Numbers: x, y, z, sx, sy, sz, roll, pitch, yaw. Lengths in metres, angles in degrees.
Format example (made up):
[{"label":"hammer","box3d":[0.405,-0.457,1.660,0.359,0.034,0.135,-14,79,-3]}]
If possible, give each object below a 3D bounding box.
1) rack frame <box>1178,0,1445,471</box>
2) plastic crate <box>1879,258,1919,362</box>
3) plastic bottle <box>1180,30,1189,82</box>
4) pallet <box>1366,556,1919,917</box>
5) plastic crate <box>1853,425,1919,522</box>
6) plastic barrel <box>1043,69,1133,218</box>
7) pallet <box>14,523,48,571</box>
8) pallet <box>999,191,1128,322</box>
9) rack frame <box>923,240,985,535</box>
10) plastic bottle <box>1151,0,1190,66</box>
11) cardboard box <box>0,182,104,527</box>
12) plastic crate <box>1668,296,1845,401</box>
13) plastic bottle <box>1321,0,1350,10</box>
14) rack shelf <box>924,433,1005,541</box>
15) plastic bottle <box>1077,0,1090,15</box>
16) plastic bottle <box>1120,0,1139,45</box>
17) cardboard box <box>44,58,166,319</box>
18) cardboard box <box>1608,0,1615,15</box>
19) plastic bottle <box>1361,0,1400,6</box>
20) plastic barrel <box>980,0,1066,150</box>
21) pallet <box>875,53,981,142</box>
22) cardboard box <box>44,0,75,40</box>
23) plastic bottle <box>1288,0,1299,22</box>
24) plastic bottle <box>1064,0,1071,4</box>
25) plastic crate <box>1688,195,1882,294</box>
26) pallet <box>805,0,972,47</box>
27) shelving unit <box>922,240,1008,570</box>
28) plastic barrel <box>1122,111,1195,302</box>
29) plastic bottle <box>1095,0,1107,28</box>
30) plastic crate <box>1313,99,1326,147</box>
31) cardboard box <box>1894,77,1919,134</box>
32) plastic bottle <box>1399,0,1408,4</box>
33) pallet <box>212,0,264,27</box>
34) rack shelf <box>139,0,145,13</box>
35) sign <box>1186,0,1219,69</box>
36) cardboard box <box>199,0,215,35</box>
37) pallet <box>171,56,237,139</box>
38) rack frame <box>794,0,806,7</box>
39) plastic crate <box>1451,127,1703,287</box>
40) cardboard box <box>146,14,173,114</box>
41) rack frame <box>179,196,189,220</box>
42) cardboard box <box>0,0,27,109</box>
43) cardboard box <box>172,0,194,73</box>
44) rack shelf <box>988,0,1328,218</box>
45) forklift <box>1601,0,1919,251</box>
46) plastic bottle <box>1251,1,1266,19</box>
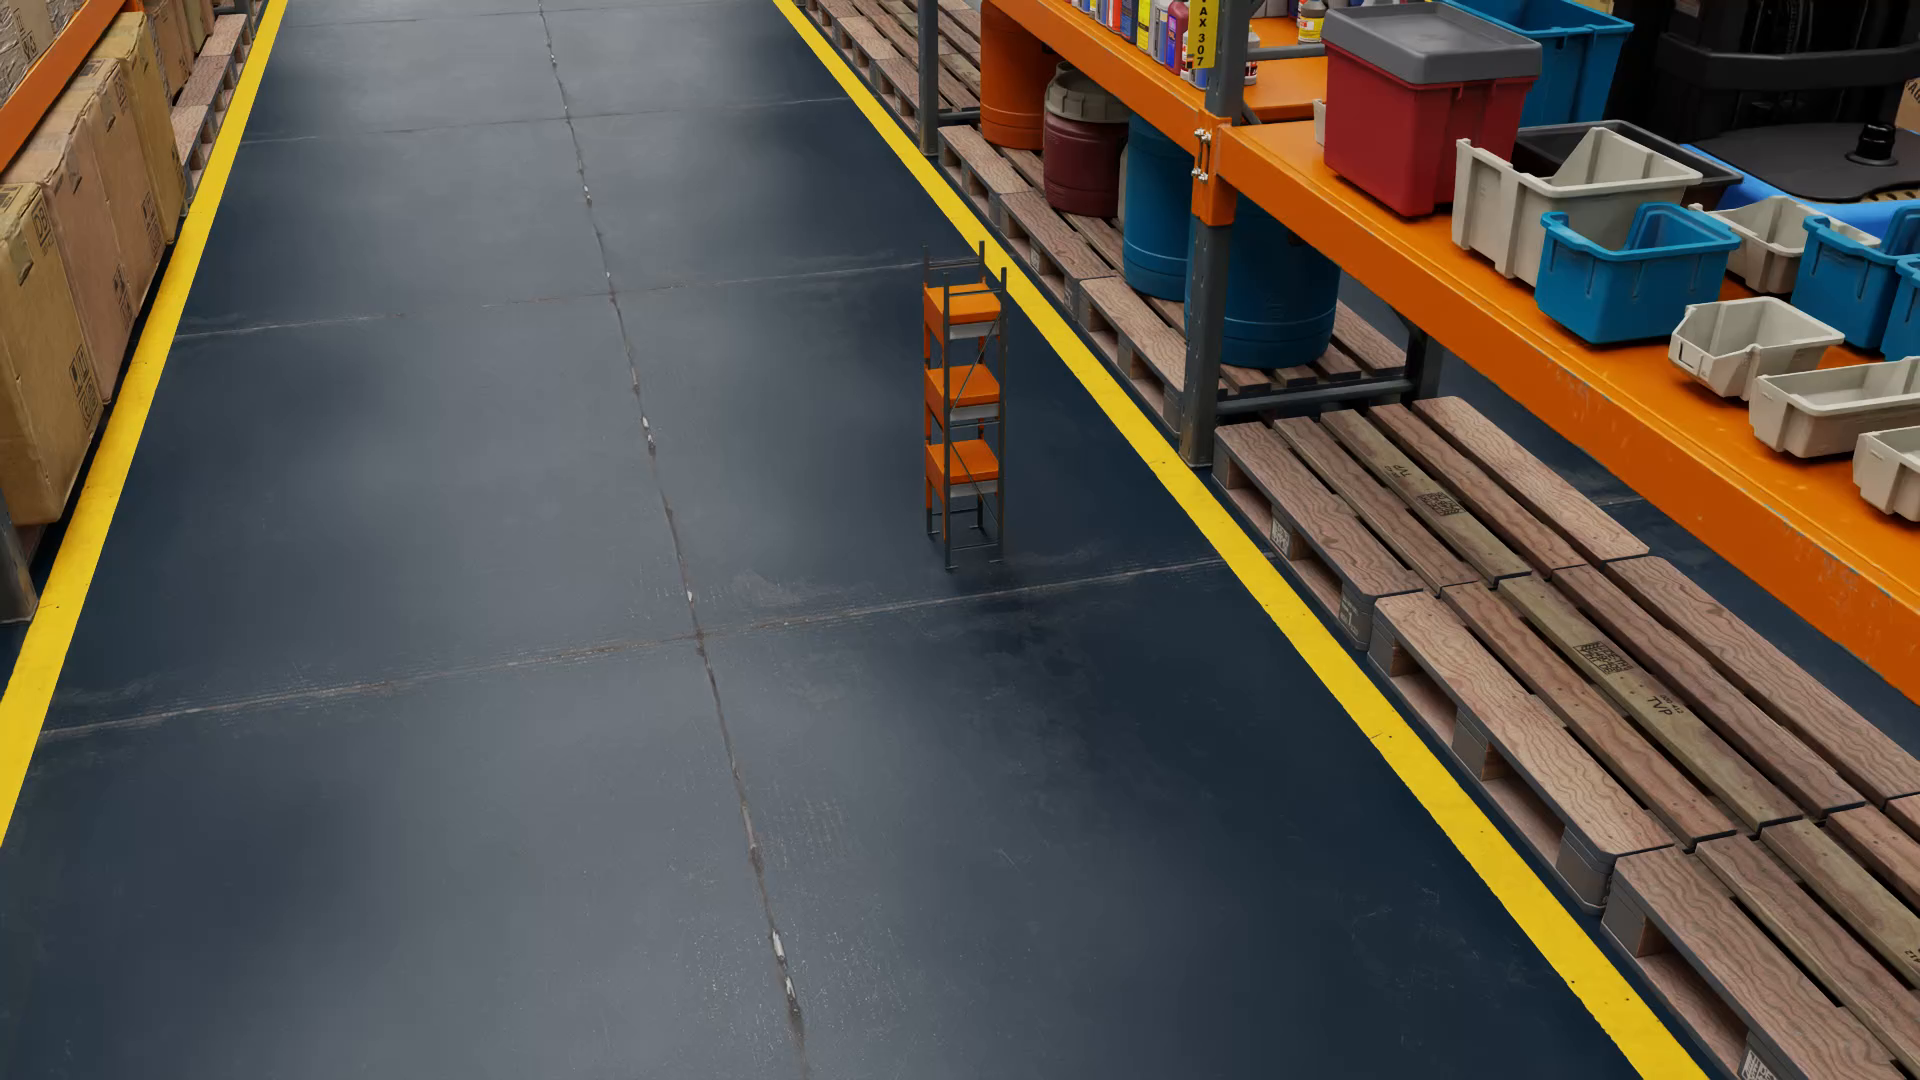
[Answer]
[{"label":"rack frame","box3d":[1.324,-1.654,5.614,1.000,3.000,0.127,-8,31,-13]},{"label":"plastic crate","box3d":[2.288,-0.475,3.683,0.416,0.233,0.300,-8,31,-13]},{"label":"plastic bottle","box3d":[0.851,-1.768,6.008,0.097,0.201,0.097,0,30,0]},{"label":"pallet","box3d":[1.884,0.493,4.688,1.003,0.211,1.213,-8,31,-13]},{"label":"plastic crate","box3d":[1.932,-0.146,3.211,0.396,0.136,0.243,-8,31,-13]},{"label":"plastic barrel","box3d":[0.709,-1.945,8.104,0.600,0.588,0.708,-8,31,-13]},{"label":"pallet","box3d":[-3.728,-0.151,5.801,1.003,0.211,1.213,-8,31,-13]},{"label":"pallet","box3d":[0.832,-1.416,7.985,1.003,0.211,1.213,-8,31,-13]},{"label":"rack frame","box3d":[-0.018,-0.487,5.544,0.200,1.050,0.008,-8,31,-13]},{"label":"plastic bottle","box3d":[0.811,-1.924,6.204,0.152,0.276,0.135,-8,31,-13]},{"label":"cardboard box","box3d":[-3.640,-0.564,5.432,1.225,0.875,0.875,-8,31,-13]},{"label":"plastic crate","box3d":[1.738,-0.418,3.680,0.298,0.136,0.250,-8,31,-13]},{"label":"plastic bottle","box3d":[1.472,-2.051,6.424,0.152,0.276,0.135,-8,31,-13]},{"label":"rack shelf","box3d":[0.014,-0.179,5.587,0.215,0.259,0.240,-8,31,-13]},{"label":"plastic bottle","box3d":[0.580,-2.345,6.931,0.152,0.276,0.135,-8,31,-13]},{"label":"plastic bottle","box3d":[0.716,-2.123,6.472,0.144,0.351,0.185,-8,31,-13]},{"label":"cardboard box","box3d":[-4.120,-1.422,6.914,1.225,0.875,0.875,-8,31,-13]},{"label":"cardboard box","box3d":[4.665,-3.456,11.053,0.500,0.250,0.500,-7,31,-12]},{"label":"plastic bottle","box3d":[1.533,-1.865,6.028,0.144,0.351,0.185,-8,31,-13]},{"label":"plastic barrel","box3d":[0.409,-2.595,8.985,0.600,0.830,0.708,-8,31,-13]},{"label":"pallet","box3d":[0.094,-2.759,10.305,1.003,0.211,1.213,-8,31,-13]},{"label":"cardboard box","box3d":[-3.875,-2.273,6.584,0.500,0.500,0.500,-9,31,-15]},{"label":"plastic bottle","box3d":[1.403,-2.266,6.788,0.061,0.283,0.133,-8,31,-13]},{"label":"plastic bottle","box3d":[0.475,-2.454,7.111,0.061,0.283,0.133,-8,31,-13]},{"label":"plastic crate","box3d":[2.076,-0.765,4.281,0.293,0.136,0.466,-8,31,-13]},{"label":"pallet","box3d":[-0.553,-3.937,12.341,1.003,0.211,1.213,-8,31,-13]},{"label":"shelving unit","box3d":[0.014,-0.429,5.442,0.215,1.050,0.252,-8,31,-13]},{"label":"plastic barrel","box3d":[1.008,-1.535,7.083,0.600,0.901,0.708,-8,31,-13]},{"label":"plastic bottle","box3d":[0.642,-2.233,6.737,0.152,0.276,0.135,-8,31,-13]},{"label":"plastic crate","box3d":[1.310,-1.322,5.243,0.396,0.136,0.243,-8,31,-13]},{"label":"cardboard box","box3d":[5.301,-2.347,8.867,0.500,0.500,0.500,-9,31,-15]},{"label":"plastic bottle","box3d":[1.603,-1.902,6.158,0.061,0.283,0.133,-8,31,-13]},{"label":"pallet","box3d":[-5.787,-3.972,12.402,1.003,0.211,1.213,-8,31,-13]},{"label":"rack shelf","box3d":[-5.044,-3.582,9.663,1.077,0.370,4.000,-8,31,-13]},{"label":"sign","box3d":[0.793,-1.702,5.419,0.100,0.325,0.005,-8,31,-13]},{"label":"cardboard box","box3d":[-5.432,-3.669,11.150,0.700,0.500,0.500,-10,32,-17]},{"label":"pallet","box3d":[-5.039,-2.686,10.181,1.003,0.211,1.213,-8,31,-13]},{"label":"rack frame","box3d":[-0.799,-5.518,12.289,1.000,3.000,0.127,-8,31,-13]},{"label":"plastic crate","box3d":[1.552,-0.867,4.312,0.437,0.282,0.530,-8,31,-13]},{"label":"cardboard box","box3d":[-4.869,-2.623,9.344,0.700,0.500,0.500,-10,32,-17]},{"label":"rack frame","box3d":[-4.513,-2.928,7.814,1.000,3.000,0.127,-8,31,-13]},{"label":"cardboard box","box3d":[-3.599,-1.779,5.729,0.500,0.500,0.500,-9,31,-14]},{"label":"cardboard box","box3d":[-5.175,-3.166,10.281,0.700,0.500,0.500,-11,32,-18]},{"label":"rack shelf","box3d":[0.793,-2.309,7.463,1.077,0.370,4.000,-8,31,-13]},{"label":"forklift","box3d":[2.991,-2.201,6.626,1.130,2.935,3.031,-6,31,-10]},{"label":"plastic bottle","box3d":[1.176,-2.302,6.856,0.152,0.276,0.135,-8,31,-13]}]
